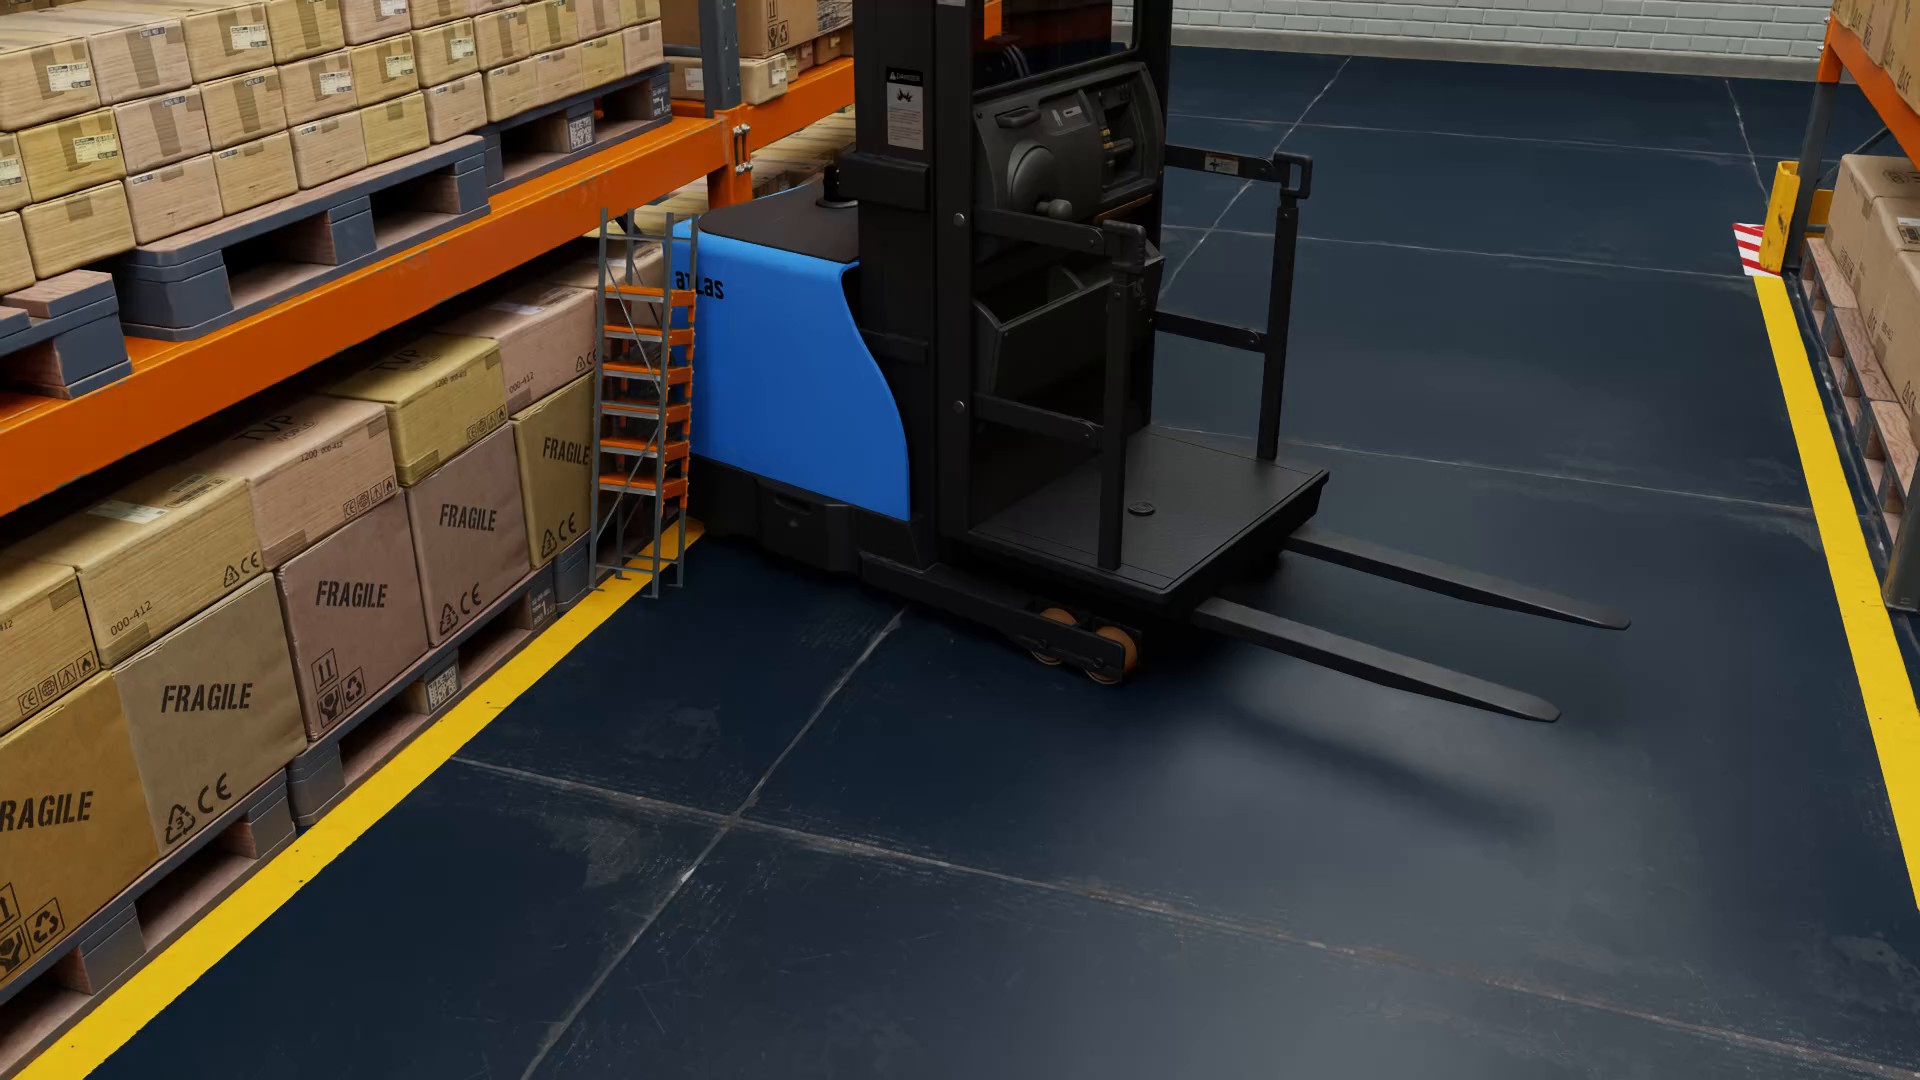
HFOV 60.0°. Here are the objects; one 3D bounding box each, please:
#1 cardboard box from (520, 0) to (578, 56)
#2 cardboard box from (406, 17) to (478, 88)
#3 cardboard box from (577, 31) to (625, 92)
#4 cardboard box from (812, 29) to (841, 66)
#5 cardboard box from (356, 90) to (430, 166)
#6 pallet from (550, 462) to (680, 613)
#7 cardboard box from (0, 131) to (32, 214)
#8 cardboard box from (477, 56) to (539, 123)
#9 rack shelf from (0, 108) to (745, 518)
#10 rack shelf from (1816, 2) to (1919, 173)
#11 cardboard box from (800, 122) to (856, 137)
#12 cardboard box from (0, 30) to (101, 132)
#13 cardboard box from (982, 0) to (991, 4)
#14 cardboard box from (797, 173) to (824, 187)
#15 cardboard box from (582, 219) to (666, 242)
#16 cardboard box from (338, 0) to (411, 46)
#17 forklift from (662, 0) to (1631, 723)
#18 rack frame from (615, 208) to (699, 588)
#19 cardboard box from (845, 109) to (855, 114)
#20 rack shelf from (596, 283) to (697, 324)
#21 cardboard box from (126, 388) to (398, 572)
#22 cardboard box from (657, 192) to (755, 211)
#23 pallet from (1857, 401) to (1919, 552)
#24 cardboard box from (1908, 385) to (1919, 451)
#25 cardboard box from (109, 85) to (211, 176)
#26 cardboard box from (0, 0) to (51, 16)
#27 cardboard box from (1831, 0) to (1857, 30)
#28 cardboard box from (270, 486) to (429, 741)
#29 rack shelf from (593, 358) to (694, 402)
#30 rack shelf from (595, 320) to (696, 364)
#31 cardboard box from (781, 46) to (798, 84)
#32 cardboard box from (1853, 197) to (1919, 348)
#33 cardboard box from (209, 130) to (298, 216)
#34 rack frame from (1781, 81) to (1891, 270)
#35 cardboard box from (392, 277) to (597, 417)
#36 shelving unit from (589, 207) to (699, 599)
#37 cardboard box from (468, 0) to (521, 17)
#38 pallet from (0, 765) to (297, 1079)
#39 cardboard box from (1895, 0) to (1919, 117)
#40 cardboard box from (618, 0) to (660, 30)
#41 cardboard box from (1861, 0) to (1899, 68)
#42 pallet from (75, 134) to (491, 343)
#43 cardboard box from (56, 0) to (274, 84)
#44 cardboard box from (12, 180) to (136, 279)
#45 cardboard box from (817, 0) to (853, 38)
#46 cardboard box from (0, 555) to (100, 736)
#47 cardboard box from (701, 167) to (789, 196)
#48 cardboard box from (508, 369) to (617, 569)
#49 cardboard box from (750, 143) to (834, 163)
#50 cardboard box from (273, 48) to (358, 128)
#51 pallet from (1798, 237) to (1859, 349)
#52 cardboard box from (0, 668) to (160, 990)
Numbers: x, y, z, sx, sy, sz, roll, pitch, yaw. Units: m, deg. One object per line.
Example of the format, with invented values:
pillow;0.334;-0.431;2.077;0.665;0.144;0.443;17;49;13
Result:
cardboard box;-1.383;-1.564;5.002;0.380;0.149;0.250;10;28;20
cardboard box;-1.558;-1.344;4.548;0.380;0.149;0.250;7;27;15
cardboard box;-1.296;-1.533;5.280;0.380;0.149;0.250;9;27;18
cardboard box;-0.711;-2.057;6.844;0.380;0.149;0.250;8;27;15
cardboard box;-1.641;-1.104;4.395;0.380;0.149;0.250;10;28;20
pallet;-1.523;-0.181;5.881;1.003;0.211;1.213;9;27;17
cardboard box;-2.072;-0.713;3.246;0.380;0.149;0.250;8;27;16
cardboard box;-1.465;-1.328;4.857;0.380;0.149;0.250;7;27;15
rack shelf;-1.931;-0.610;4.394;1.077;0.370;4.000;9;27;17
rack shelf;4.102;-1.578;6.392;1.077;0.370;4.000;9;27;17
cardboard box;-0.616;-2.078;8.706;0.380;0.149;0.250;7;27;15
cardboard box;-1.998;-0.937;3.368;0.380;0.149;0.250;8;27;15
cardboard box;-0.026;-2.801;8.382;0.380;0.149;0.250;9;27;19
cardboard box;-0.530;-1.584;7.686;0.380;0.149;0.250;8;27;15
cardboard box;-1.345;-1.224;6.943;0.380;0.149;0.250;9;27;18
cardboard box;-1.649;-1.371;4.263;0.380;0.149;0.250;8;27;15
forklift;0.504;-1.159;4.780;3.031;2.935;1.130;18;31;32
rack frame;-0.976;-0.446;5.339;0.240;1.200;0.006;7;11;14
cardboard box;-0.407;-2.276;9.117;0.380;0.149;0.250;9;27;18
rack shelf;-0.978;-0.740;5.191;0.258;0.103;0.180;7;11;14
cardboard box;-1.793;-0.172;4.188;0.500;0.250;0.500;9;27;18
cardboard box;-1.109;-1.423;7.353;0.380;0.149;0.250;10;27;19
pallet;3.763;-0.126;5.767;1.003;0.211;1.213;9;27;17
cardboard box;3.747;-0.358;5.505;0.875;0.438;0.875;8;27;17
cardboard box;-1.905;-0.919;3.672;0.380;0.149;0.250;9;27;18
cardboard box;-2.433;-1.255;4.023;0.380;0.149;0.250;10;28;20
cardboard box;4.337;-2.613;7.589;0.500;0.500;0.500;9;27;17
cardboard box;-1.790;0.152;4.381;0.500;0.500;0.500;8;27;16
rack shelf;-0.995;-0.505;5.237;0.258;0.103;0.180;7;11;14
rack shelf;-0.986;-0.622;5.214;0.258;0.103;0.180;7;11;14
cardboard box;-0.846;-1.829;6.373;0.380;0.149;0.250;10;27;19
cardboard box;4.346;-1.096;7.030;0.875;0.438;0.875;9;27;19
cardboard box;-1.818;-0.888;3.948;0.380;0.149;0.250;9;27;18
rack frame;4.767;-2.723;7.933;1.000;3.000;0.127;9;27;17
cardboard box;-1.458;-0.605;5.084;0.500;0.250;0.500;10;28;20
shelving unit;-1.001;-0.431;5.252;0.258;1.200;0.189;7;11;14
cardboard box;-1.478;-1.582;4.699;0.380;0.149;0.250;9;27;17
pallet;-2.335;0.822;3.810;1.003;0.211;1.213;9;27;17
cardboard box;3.669;-1.773;5.855;0.500;0.500;0.500;8;27;17
cardboard box;-1.211;-1.774;5.436;0.380;0.149;0.250;10;27;19
cardboard box;4.009;-2.194;6.725;0.500;0.500;0.500;9;27;17
pallet;-1.976;-0.845;4.274;1.003;0.211;1.213;9;27;17
cardboard box;-1.824;-1.158;3.823;0.380;0.149;0.250;10;27;19
cardboard box;-1.990;-0.675;3.508;0.380;0.149;0.250;10;28;20
cardboard box;-0.705;-2.306;6.615;0.500;0.500;0.500;9;27;17
cardboard box;-2.138;0.238;3.342;0.500;0.250;0.500;8;27;15
cardboard box;-1.027;-1.660;7.843;0.380;0.149;0.250;8;27;16
cardboard box;-1.445;-0.268;5.249;0.500;0.500;0.500;8;27;16
cardboard box;-0.848;-1.864;8.264;0.380;0.149;0.250;9;27;18
cardboard box;-1.733;-1.132;4.112;0.380;0.149;0.250;10;27;19
pallet;4.575;-1.128;7.838;1.003;0.211;1.213;9;27;17
cardboard box;-2.120;0.570;3.517;0.500;0.500;0.500;8;27;15
